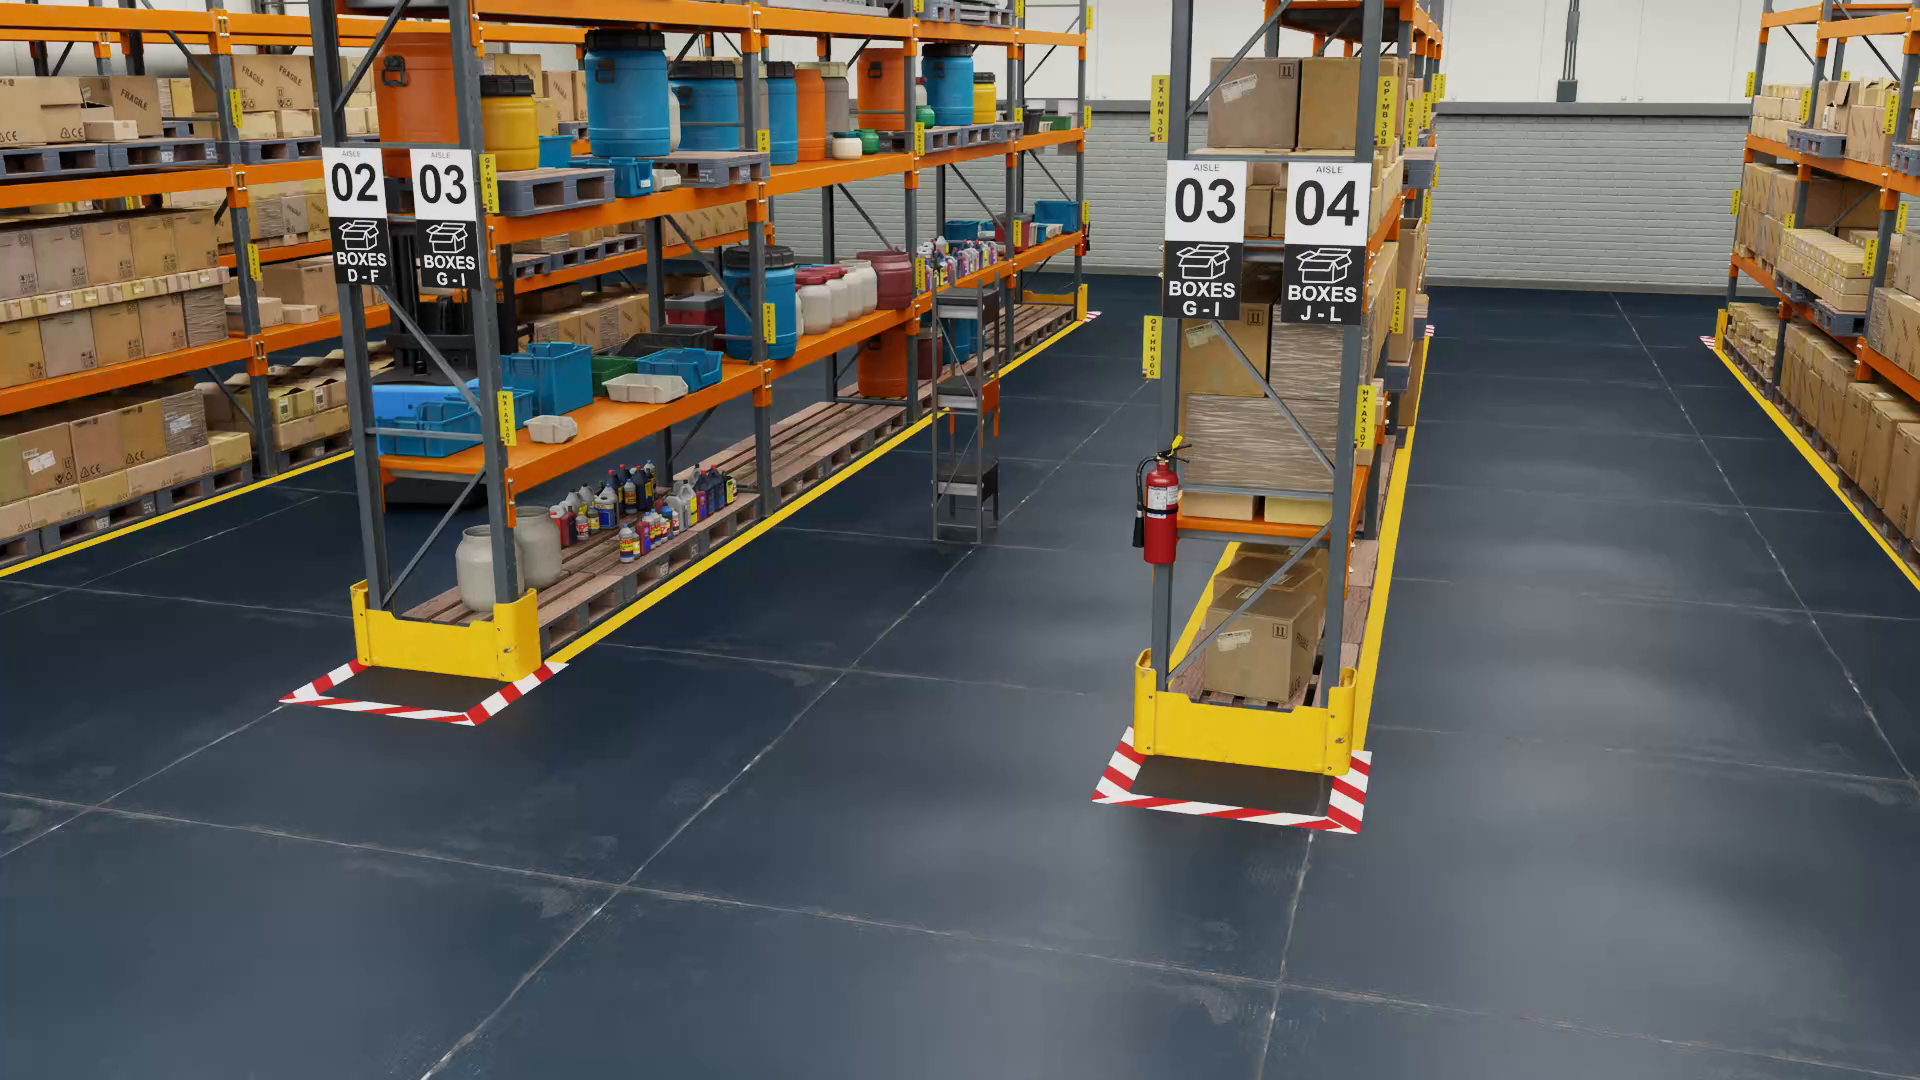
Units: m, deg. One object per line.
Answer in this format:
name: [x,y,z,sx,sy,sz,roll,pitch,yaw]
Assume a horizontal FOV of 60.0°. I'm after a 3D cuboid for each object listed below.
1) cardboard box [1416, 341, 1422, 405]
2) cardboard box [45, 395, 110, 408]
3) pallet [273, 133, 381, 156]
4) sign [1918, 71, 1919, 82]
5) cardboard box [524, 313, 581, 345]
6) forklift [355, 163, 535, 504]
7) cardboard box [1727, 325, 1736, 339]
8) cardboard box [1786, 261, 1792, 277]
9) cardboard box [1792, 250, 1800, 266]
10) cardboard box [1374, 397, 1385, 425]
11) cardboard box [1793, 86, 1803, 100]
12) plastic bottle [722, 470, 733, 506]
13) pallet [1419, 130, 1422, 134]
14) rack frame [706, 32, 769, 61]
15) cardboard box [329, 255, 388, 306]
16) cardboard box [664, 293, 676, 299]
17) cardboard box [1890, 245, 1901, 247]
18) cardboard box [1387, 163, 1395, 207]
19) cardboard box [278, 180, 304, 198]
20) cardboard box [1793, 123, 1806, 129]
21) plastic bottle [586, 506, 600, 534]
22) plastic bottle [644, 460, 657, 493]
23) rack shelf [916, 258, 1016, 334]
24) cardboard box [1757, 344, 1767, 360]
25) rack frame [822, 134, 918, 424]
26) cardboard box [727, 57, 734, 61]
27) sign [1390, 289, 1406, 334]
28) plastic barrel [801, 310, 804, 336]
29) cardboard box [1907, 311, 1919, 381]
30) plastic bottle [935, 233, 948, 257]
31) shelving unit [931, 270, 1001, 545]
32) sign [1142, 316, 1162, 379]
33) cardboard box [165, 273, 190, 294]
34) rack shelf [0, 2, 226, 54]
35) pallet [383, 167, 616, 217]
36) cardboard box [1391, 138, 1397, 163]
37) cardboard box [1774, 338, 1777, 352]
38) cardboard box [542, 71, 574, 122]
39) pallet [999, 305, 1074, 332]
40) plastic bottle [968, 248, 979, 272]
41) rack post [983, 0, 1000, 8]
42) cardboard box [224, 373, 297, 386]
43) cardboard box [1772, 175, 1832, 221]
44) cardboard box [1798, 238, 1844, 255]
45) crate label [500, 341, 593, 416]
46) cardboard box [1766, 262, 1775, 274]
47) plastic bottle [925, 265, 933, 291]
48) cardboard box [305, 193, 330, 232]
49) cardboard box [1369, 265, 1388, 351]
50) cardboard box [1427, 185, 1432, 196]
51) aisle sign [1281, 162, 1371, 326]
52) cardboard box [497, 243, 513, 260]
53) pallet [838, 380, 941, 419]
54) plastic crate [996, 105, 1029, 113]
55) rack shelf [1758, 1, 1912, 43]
cardboard box: [4.283,-1.933,17.770,1.225,0.875,0.875,5,16,16]
cardboard box: [-7.543,-0.945,14.060,0.500,0.500,0.500,5,16,16]
pallet: [-6.112,-3.985,16.732,1.003,0.211,1.213,5,17,18]
sign: [10.203,-4.816,17.645,0.100,0.325,0.005,5,16,16]
cardboard box: [-4.996,-2.485,20.367,0.500,0.500,0.500,4,16,15]
forklift: [-4.517,-2.067,15.244,1.130,2.935,3.031,2,16,6]
cardboard box: [10.351,-2.741,21.952,0.380,0.149,0.250,5,17,17]
cardboard box: [8.969,-2.852,17.579,0.380,0.149,0.250,5,17,16]
cardboard box: [8.899,-2.930,17.308,0.380,0.149,0.250,4,16,13]
cardboard box: [2.718,-0.895,11.449,0.380,0.149,0.250,5,16,16]
cardboard box: [9.591,-5.020,18.662,0.380,0.149,0.250,5,16,16]
plastic bottle: [-1.899,-0.432,13.528,0.061,0.283,0.133,5,17,19]
pallet: [4.254,-4.159,17.343,1.003,0.211,1.213,5,17,18]
rack frame: [-3.417,-8.089,25.359,1.000,3.000,0.127,5,16,16]
cardboard box: [-6.151,-2.718,17.232,0.500,0.500,0.500,4,16,13]
cardboard box: [-4.450,-3.442,24.089,0.500,0.311,0.500,5,16,16]
cardboard box: [9.297,-2.812,16.348,0.380,0.149,0.250,4,16,15]
cardboard box: [2.492,-2.256,10.566,0.500,0.250,0.500,5,16,15]
cardboard box: [-9.346,-4.827,22.710,0.500,0.250,0.500,5,17,17]
cardboard box: [9.551,-4.497,18.464,0.500,0.250,0.500,5,17,17]
plastic bottle: [-2.805,-0.158,12.711,0.097,0.201,0.097,0,16,0]
plastic bottle: [-2.590,-0.528,13.889,0.097,0.271,0.097,0,16,0]
rack shelf: [-0.374,-2.902,19.383,1.077,0.370,4.000,5,16,16]
cardboard box: [9.579,-2.200,19.500,0.380,0.149,0.250,4,16,14]
rack frame: [-0.942,-2.725,17.440,1.000,3.000,0.127,5,16,16]
cardboard box: [-3.770,-6.916,24.701,0.700,0.500,0.500,5,16,16]
sign: [3.192,-1.671,12.137,0.100,0.325,0.005,5,16,16]
plastic barrel: [-1.556,-1.947,14.949,0.301,0.262,0.301,0,16,0]
cardboard box: [7.718,-1.486,12.889,0.500,0.500,0.500,4,16,15]
plastic bottle: [-0.228,-3.670,20.863,0.144,0.351,0.185,5,16,16]
shelving unit: [0.047,-1.053,13.196,0.431,2.100,0.503,5,16,16]
sign: [1.007,-1.006,8.676,0.100,0.325,0.005,5,16,16]
cardboard box: [-6.843,-2.203,14.227,0.380,0.149,0.250,4,16,14]
rack shelf: [-7.395,-3.888,12.598,1.077,0.370,4.000,5,16,16]
pallet: [-2.887,-2.193,10.414,1.003,0.211,1.213,5,16,16]
cardboard box: [2.649,-2.541,10.837,0.380,0.149,0.250,4,16,14]
cardboard box: [9.522,-2.207,18.976,0.380,0.149,0.250,5,17,17]
cardboard box: [-5.144,-5.423,20.318,0.600,0.600,0.600,4,16,14]
pallet: [1.060,-3.264,24.450,1.003,0.211,1.213,5,16,16]
plastic bottle: [0.145,-3.356,19.893,0.152,0.276,0.135,5,16,16]
rack post: [-0.075,-6.404,19.553,0.937,0.300,0.954,4,16,15]
cardboard box: [-6.845,-1.478,16.284,0.500,0.311,0.500,5,17,17]
cardboard box: [9.686,-3.928,19.122,0.500,0.500,0.500,4,16,14]
cardboard box: [8.823,-3.004,17.024,0.380,0.149,0.250,4,16,15]
crate label: [-2.952,-1.152,11.828,0.502,0.435,0.616,5,16,16]
cardboard box: [9.774,-3.229,19.676,0.380,0.149,0.250,4,16,13]
plastic bottle: [-0.378,-2.875,18.195,0.152,0.276,0.135,5,16,16]
cardboard box: [-9.194,-4.600,23.287,0.500,0.500,0.500,4,16,15]
cardboard box: [2.377,-1.436,10.333,0.500,0.500,0.500,5,16,16]
cardboard box: [6.194,-4.718,22.822,0.500,0.500,0.500,5,17,17]
aisle sign: [1.803,-1.459,8.213,0.394,0.787,0.004,5,16,16]
cardboard box: [-5.619,-3.534,19.339,0.700,0.500,0.500,-1,16,-3]
pallet: [-0.758,-1.593,18.560,1.003,0.211,1.213,5,16,16]
plastic crate: [0.634,-5.853,23.085,0.504,0.338,0.767,5,16,16]
rack shelf: [10.238,-6.038,19.451,1.077,0.370,4.000,5,16,16]
